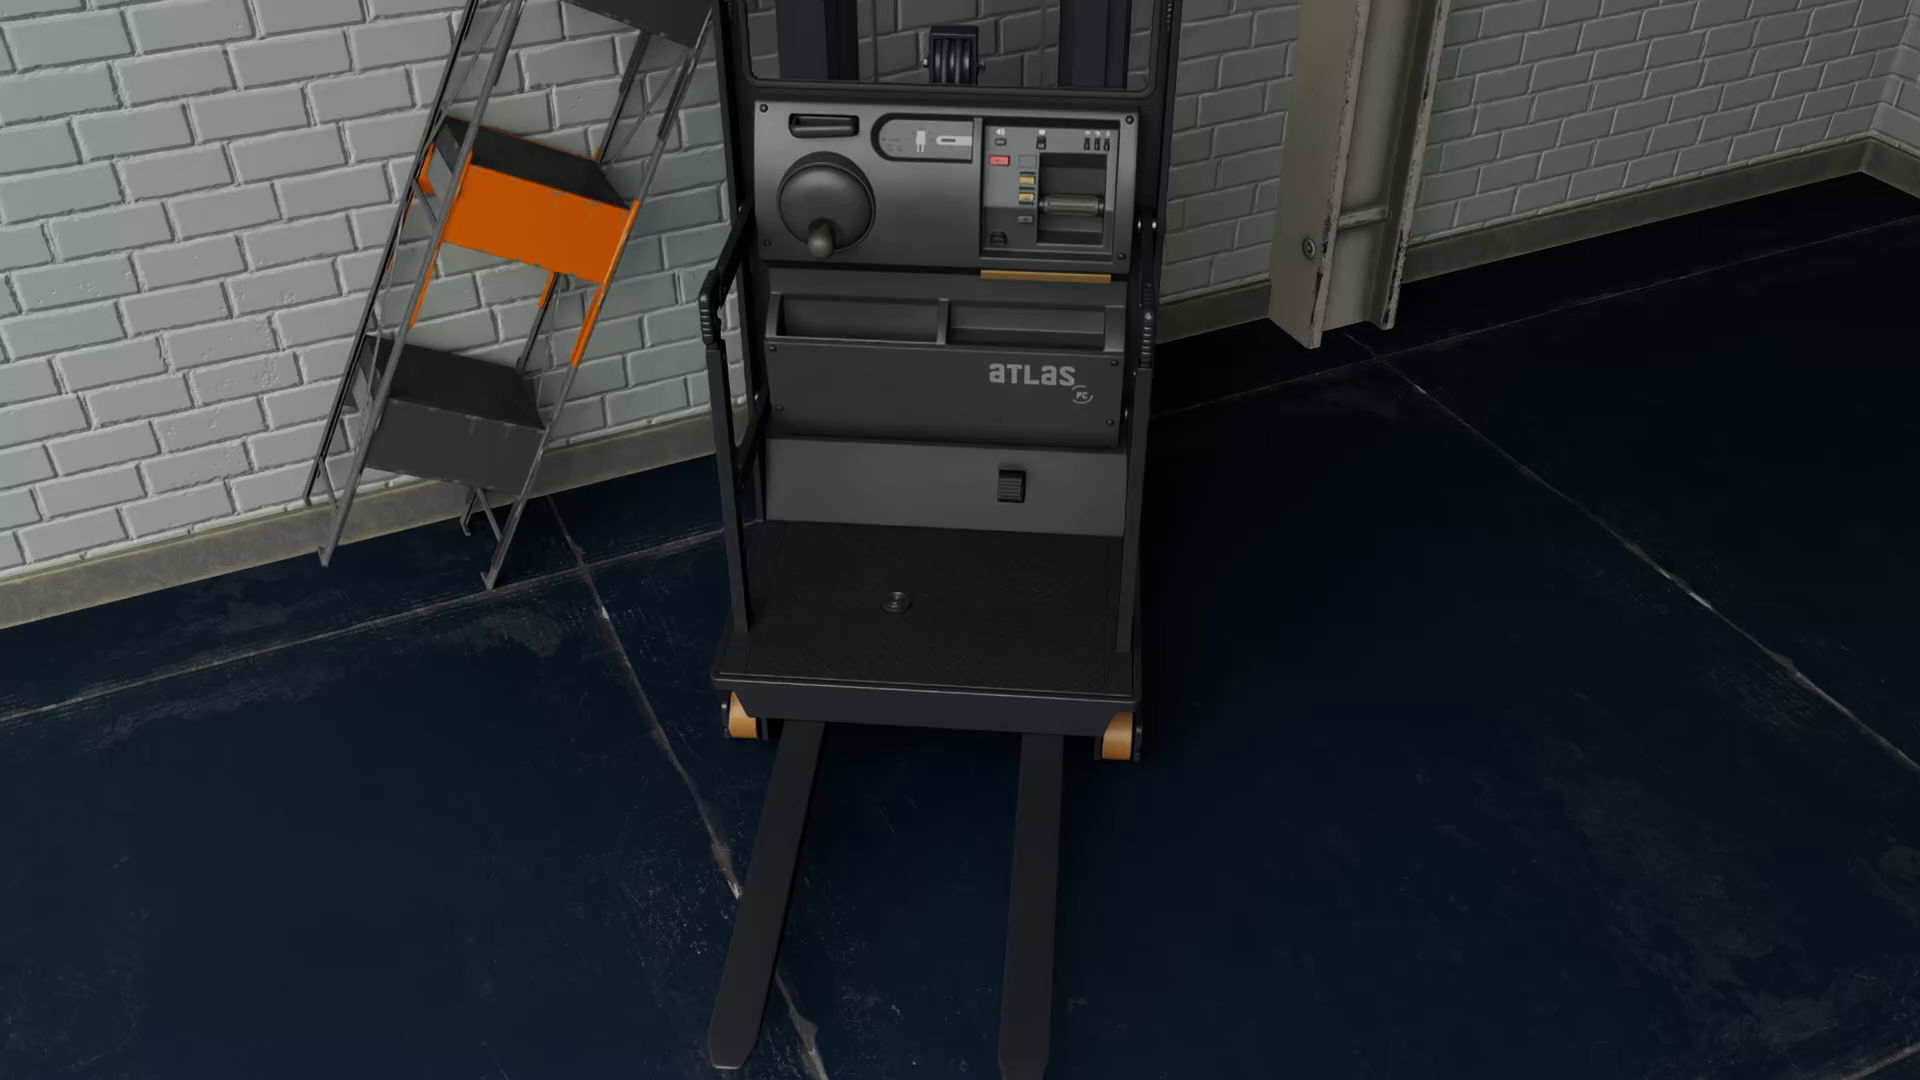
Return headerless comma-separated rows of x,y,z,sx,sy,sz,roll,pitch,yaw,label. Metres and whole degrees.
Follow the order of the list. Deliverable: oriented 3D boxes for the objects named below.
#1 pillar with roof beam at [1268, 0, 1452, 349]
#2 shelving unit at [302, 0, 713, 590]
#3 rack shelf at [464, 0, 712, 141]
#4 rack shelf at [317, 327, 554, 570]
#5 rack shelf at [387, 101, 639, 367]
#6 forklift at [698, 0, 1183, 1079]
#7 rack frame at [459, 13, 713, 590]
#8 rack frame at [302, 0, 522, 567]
3.245,-2.138,0.579,0.400,9.000,9.100,-16,39,-20,pillar with roof beam
-1.260,-0.868,4.657,0.503,2.100,0.431,11,26,-36,shelving unit
-0.971,-1.440,4.412,0.480,0.518,0.431,11,26,-36,rack shelf
-1.561,-0.273,4.912,0.480,0.518,0.431,11,26,-36,rack shelf
-1.266,-0.856,4.662,0.480,0.518,0.431,11,26,-36,rack shelf
-0.053,-0.798,3.865,1.130,2.935,3.031,3,37,4,forklift
-1.066,-0.830,4.799,0.015,2.100,0.400,11,26,-36,rack frame
-1.455,-0.905,4.515,0.015,2.100,0.400,11,26,-36,rack frame
